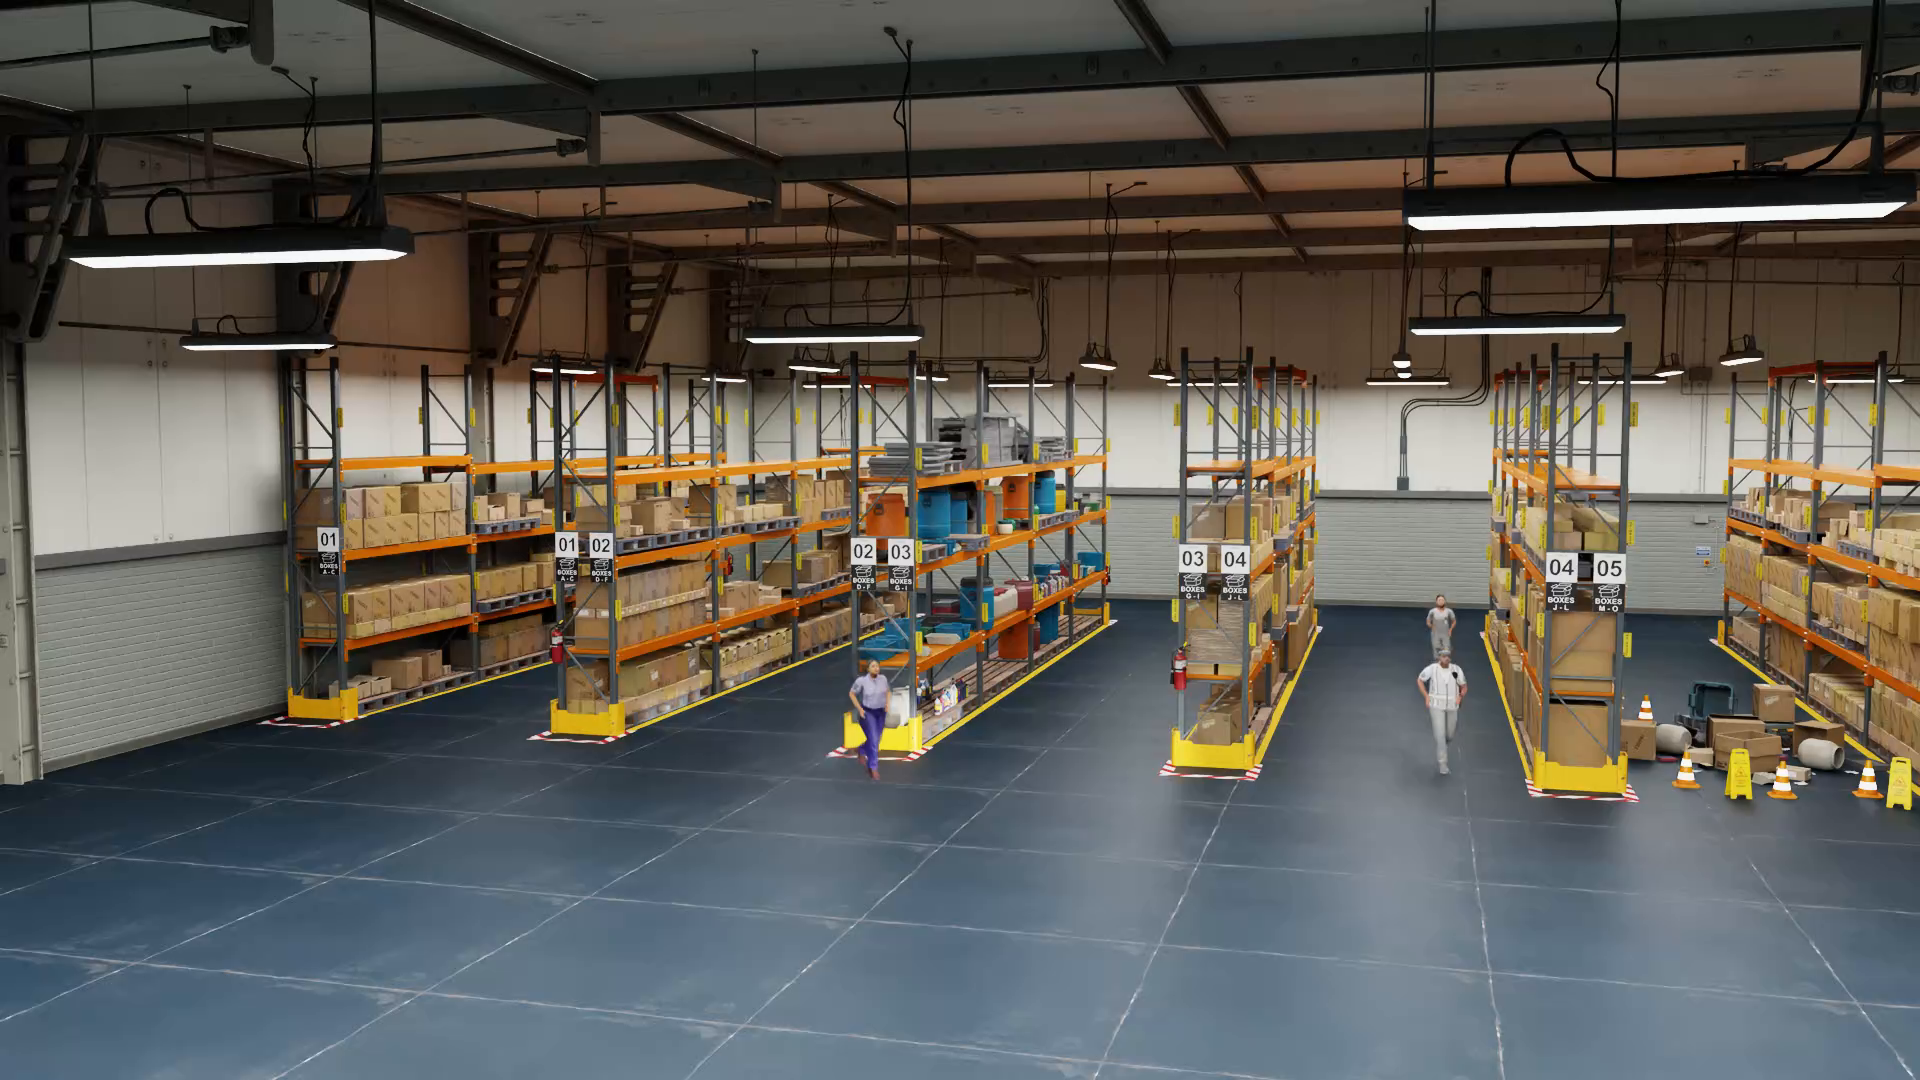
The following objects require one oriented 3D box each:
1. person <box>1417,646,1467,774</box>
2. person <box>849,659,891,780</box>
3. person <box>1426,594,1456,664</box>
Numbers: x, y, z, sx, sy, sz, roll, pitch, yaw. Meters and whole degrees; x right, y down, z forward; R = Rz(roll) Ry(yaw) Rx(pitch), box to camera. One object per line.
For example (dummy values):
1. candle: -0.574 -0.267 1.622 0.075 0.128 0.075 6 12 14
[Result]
1. person: 6.905 2.385 23.774 0.675 1.790 0.895 0 4 1
2. person: -1.261 2.485 23.366 0.609 1.673 0.784 -3 5 -34
3. person: 9.152 1.855 31.632 0.554 1.627 0.548 1 4 16
